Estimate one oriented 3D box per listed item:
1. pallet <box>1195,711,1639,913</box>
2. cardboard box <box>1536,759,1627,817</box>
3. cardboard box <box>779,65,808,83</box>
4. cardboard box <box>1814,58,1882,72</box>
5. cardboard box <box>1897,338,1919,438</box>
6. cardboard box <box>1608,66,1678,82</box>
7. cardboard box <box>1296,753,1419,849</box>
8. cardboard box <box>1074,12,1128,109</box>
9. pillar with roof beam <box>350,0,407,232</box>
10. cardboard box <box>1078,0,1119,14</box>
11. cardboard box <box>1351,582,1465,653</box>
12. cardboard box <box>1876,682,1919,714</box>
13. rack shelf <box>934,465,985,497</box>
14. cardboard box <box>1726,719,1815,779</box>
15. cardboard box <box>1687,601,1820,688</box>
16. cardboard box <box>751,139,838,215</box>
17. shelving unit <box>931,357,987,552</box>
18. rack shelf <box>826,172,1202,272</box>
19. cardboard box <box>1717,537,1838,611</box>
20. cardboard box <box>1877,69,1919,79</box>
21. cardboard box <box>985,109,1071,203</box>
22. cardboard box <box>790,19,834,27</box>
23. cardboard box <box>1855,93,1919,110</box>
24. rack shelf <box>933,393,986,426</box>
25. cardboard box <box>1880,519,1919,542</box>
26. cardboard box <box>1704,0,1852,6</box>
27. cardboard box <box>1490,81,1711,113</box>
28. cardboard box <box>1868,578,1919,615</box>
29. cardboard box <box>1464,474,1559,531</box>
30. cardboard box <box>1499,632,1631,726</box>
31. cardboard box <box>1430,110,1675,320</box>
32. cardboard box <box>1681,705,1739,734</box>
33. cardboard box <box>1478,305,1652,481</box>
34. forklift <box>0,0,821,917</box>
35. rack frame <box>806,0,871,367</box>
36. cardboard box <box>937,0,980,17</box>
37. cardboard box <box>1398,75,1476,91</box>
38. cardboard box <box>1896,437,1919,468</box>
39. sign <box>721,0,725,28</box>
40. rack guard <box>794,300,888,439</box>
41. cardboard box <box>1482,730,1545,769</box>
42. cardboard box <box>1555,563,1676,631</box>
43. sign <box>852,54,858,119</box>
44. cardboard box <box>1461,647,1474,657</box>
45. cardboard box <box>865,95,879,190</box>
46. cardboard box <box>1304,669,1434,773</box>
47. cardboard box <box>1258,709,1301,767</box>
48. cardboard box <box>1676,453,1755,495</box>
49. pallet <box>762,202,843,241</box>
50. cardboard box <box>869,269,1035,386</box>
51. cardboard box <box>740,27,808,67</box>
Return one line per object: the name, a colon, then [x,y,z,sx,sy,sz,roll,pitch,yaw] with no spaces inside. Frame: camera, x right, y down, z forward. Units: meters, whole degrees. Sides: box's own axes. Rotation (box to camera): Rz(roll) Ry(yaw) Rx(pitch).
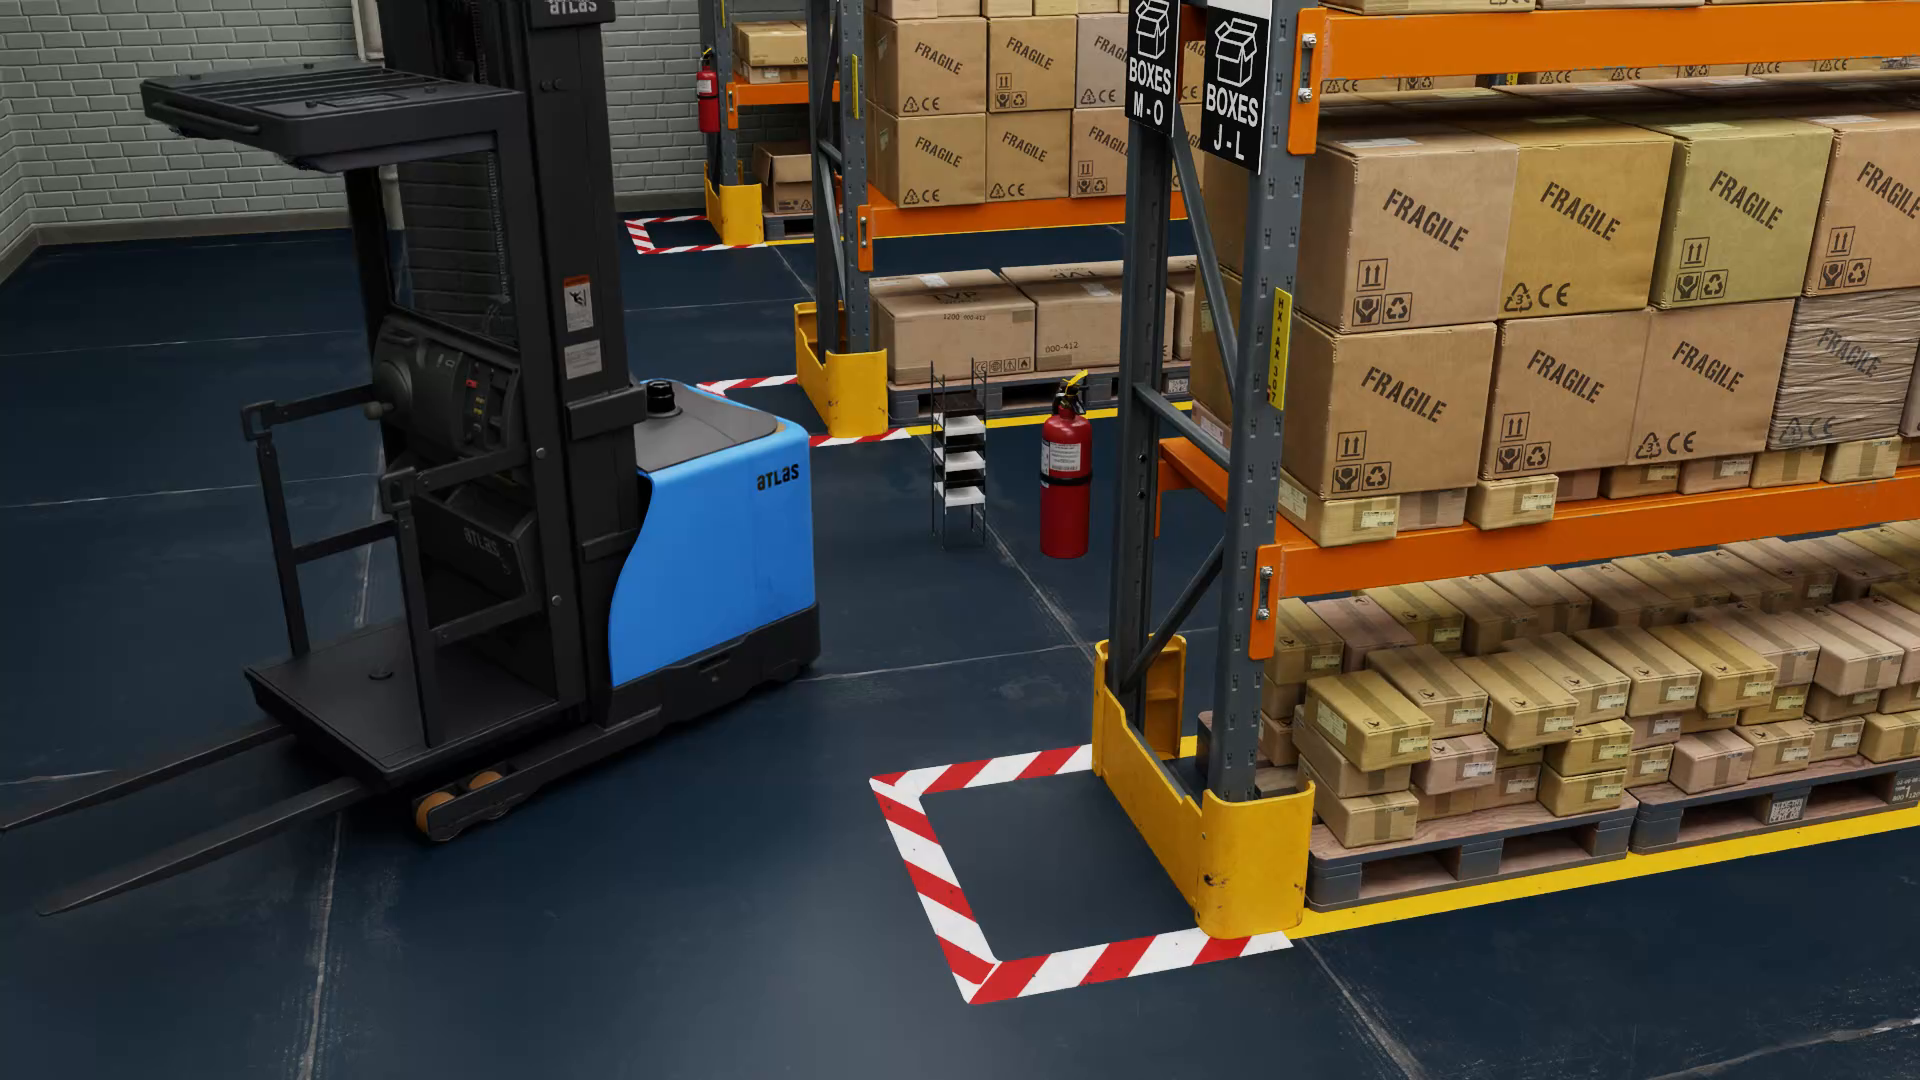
pallet: [1.594,0.867,5.961,1.213,0.211,1.003,-6,24,-14]
cardboard box: [2.063,0.776,5.719,0.250,0.149,0.380,-6,24,-14]
cardboard box: [-1.427,-3.946,13.960,0.250,0.149,0.380,-6,24,-13]
cardboard box: [5.598,-3.296,10.733,0.500,0.500,0.500,-6,24,-14]
cardboard box: [3.211,-0.675,5.516,0.500,0.500,0.500,-6,24,-15]
cardboard box: [4.130,-3.135,10.358,0.500,0.500,0.500,-6,24,-15]
cardboard box: [1.320,0.850,5.548,0.250,0.149,0.380,-6,24,-13]
cardboard box: [0.823,-2.765,9.496,0.500,0.500,0.500,-6,24,-15]
pillar with roof beam: [-3.726,-5.263,9.103,0.400,9.000,9.100,-6,24,-14]
cardboard box: [0.713,-3.060,9.359,0.250,0.149,0.380,-6,24,-14]
cardboard box: [1.643,0.278,6.127,0.250,0.149,0.380,-7,24,-16]
cardboard box: [3.344,0.469,6.059,0.250,0.149,0.380,-6,24,-13]
rack shelf: [-0.008,-0.299,8.119,0.200,0.077,0.258,-6,24,-14]
cardboard box: [2.806,0.680,5.944,0.250,0.149,0.380,-6,24,-14]
cardboard box: [2.803,0.373,5.904,0.250,0.149,0.380,-6,24,-14]
cardboard box: [-1.435,-3.160,14.445,0.637,0.503,0.797,-7,24,-16]
shelving unit: [-0.008,-0.413,8.071,0.210,0.900,0.258,-6,24,-14]
rack shelf: [1.220,-2.084,10.215,4.000,0.370,1.077,-6,24,-14]
cardboard box: [3.169,0.128,6.476,0.250,0.149,0.380,-6,24,-13]
cardboard box: [3.585,-1.384,5.900,0.500,0.500,0.500,-7,24,-16]
cardboard box: [0.314,-2.254,9.572,0.500,0.500,0.500,-7,24,-15]
cardboard box: [-1.182,-4.357,14.414,0.500,0.250,0.500,-6,24,-14]
cardboard box: [3.208,-1.142,5.335,0.500,0.500,0.500,-6,24,-13]
rack shelf: [-0.008,-0.630,7.977,0.200,0.077,0.258,-6,24,-14]
cardboard box: [3.912,0.050,6.658,0.250,0.149,0.380,-5,24,-12]
cardboard box: [2.231,-1.707,4.811,0.500,0.250,0.500,-7,24,-16]
cardboard box: [2.088,-1.231,5.543,0.500,0.500,0.500,-5,24,-12]
cardboard box: [3.564,0.291,6.096,0.250,0.149,0.380,-6,24,-13]
cardboard box: [1.637,-0.179,5.181,0.250,0.149,0.380,-7,24,-16]
cardboard box: [2.052,0.473,5.672,0.250,0.149,0.380,-8,24,-17]
cardboard box: [1.717,-0.978,4.953,0.500,0.500,0.500,-6,24,-13]
cardboard box: [2.550,0.527,5.924,0.250,0.149,0.380,-5,24,-12]
cardboard box: [1.744,-0.525,5.166,0.500,0.500,0.500,-6,24,-14]
forklift: [-1.970,-0.525,5.756,1.130,2.935,3.031,21,31,40]
rack frame: [-0.705,-2.201,9.576,0.127,3.000,1.000,-6,24,-14]
cardboard box: [-0.056,-2.993,9.203,0.250,0.149,0.380,-6,24,-13]
cardboard box: [2.766,-2.978,9.991,0.500,0.500,0.500,-7,24,-15]
cardboard box: [3.109,-0.384,5.660,0.250,0.149,0.380,-7,24,-15]
sign: [-1.903,-4.277,13.317,0.005,0.325,0.100,-6,24,-14]
rack guard: [-0.729,-1.050,10.063,0.348,0.500,1.175,-6,24,-14]
cardboard box: [1.794,0.622,5.702,0.250,0.149,0.380,-6,24,-14]
cardboard box: [2.437,0.238,6.219,0.250,0.149,0.380,-7,24,-16]
sign: [-0.561,-2.424,8.897,0.005,0.325,0.100,-6,24,-14]
cardboard box: [1.947,0.437,6.132,0.250,0.149,0.380,-7,24,-15]
cardboard box: [-0.312,-2.399,9.911,0.500,0.500,0.500,-6,24,-14]
cardboard box: [1.325,0.584,5.413,0.250,0.149,0.380,-7,24,-17]
cardboard box: [1.180,0.649,6.016,0.250,0.149,0.380,-6,24,-13]
cardboard box: [2.362,-0.293,5.448,0.250,0.149,0.380,-7,24,-15]
pallet: [-1.209,-2.897,14.735,1.213,0.211,1.003,-6,24,-14]
cardboard box: [-0.097,-1.325,10.251,0.875,0.438,0.875,-7,24,-16]
cardboard box: [-1.540,-4.099,13.812,0.500,0.250,0.500,-6,24,-14]
